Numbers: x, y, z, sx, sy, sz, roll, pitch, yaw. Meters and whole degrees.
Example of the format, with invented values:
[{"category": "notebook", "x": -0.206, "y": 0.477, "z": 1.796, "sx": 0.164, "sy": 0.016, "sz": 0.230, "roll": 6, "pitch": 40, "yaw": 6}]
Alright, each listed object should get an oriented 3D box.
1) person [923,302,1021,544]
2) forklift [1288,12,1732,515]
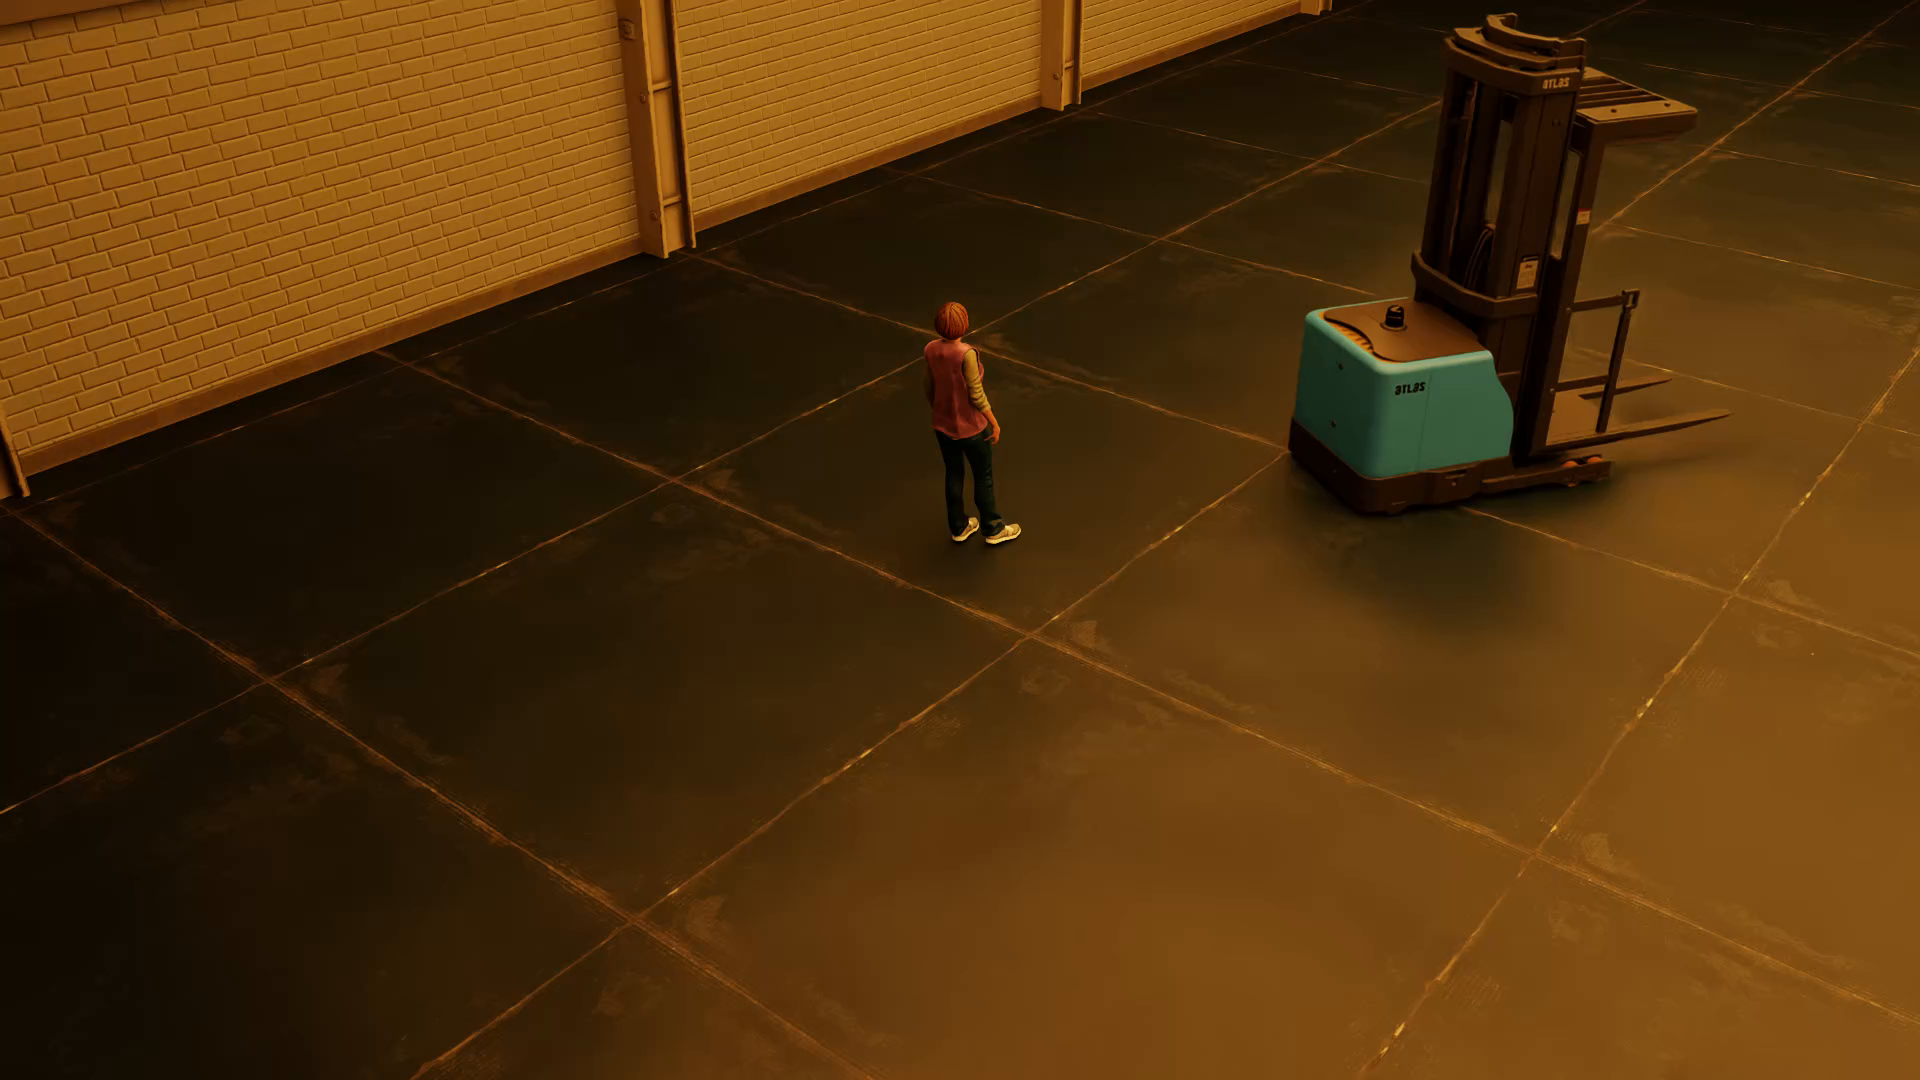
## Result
[{"category": "person", "x": 0.057, "y": -0.720, "z": 10.135, "sx": 0.520, "sy": 1.597, "sz": 0.476, "roll": 22, "pitch": 37, "yaw": 33}, {"category": "forklift", "x": 3.833, "y": -1.865, "z": 10.787, "sx": 3.031, "sy": 2.935, "sz": 1.130, "roll": -10, "pitch": 32, "yaw": -16}]
